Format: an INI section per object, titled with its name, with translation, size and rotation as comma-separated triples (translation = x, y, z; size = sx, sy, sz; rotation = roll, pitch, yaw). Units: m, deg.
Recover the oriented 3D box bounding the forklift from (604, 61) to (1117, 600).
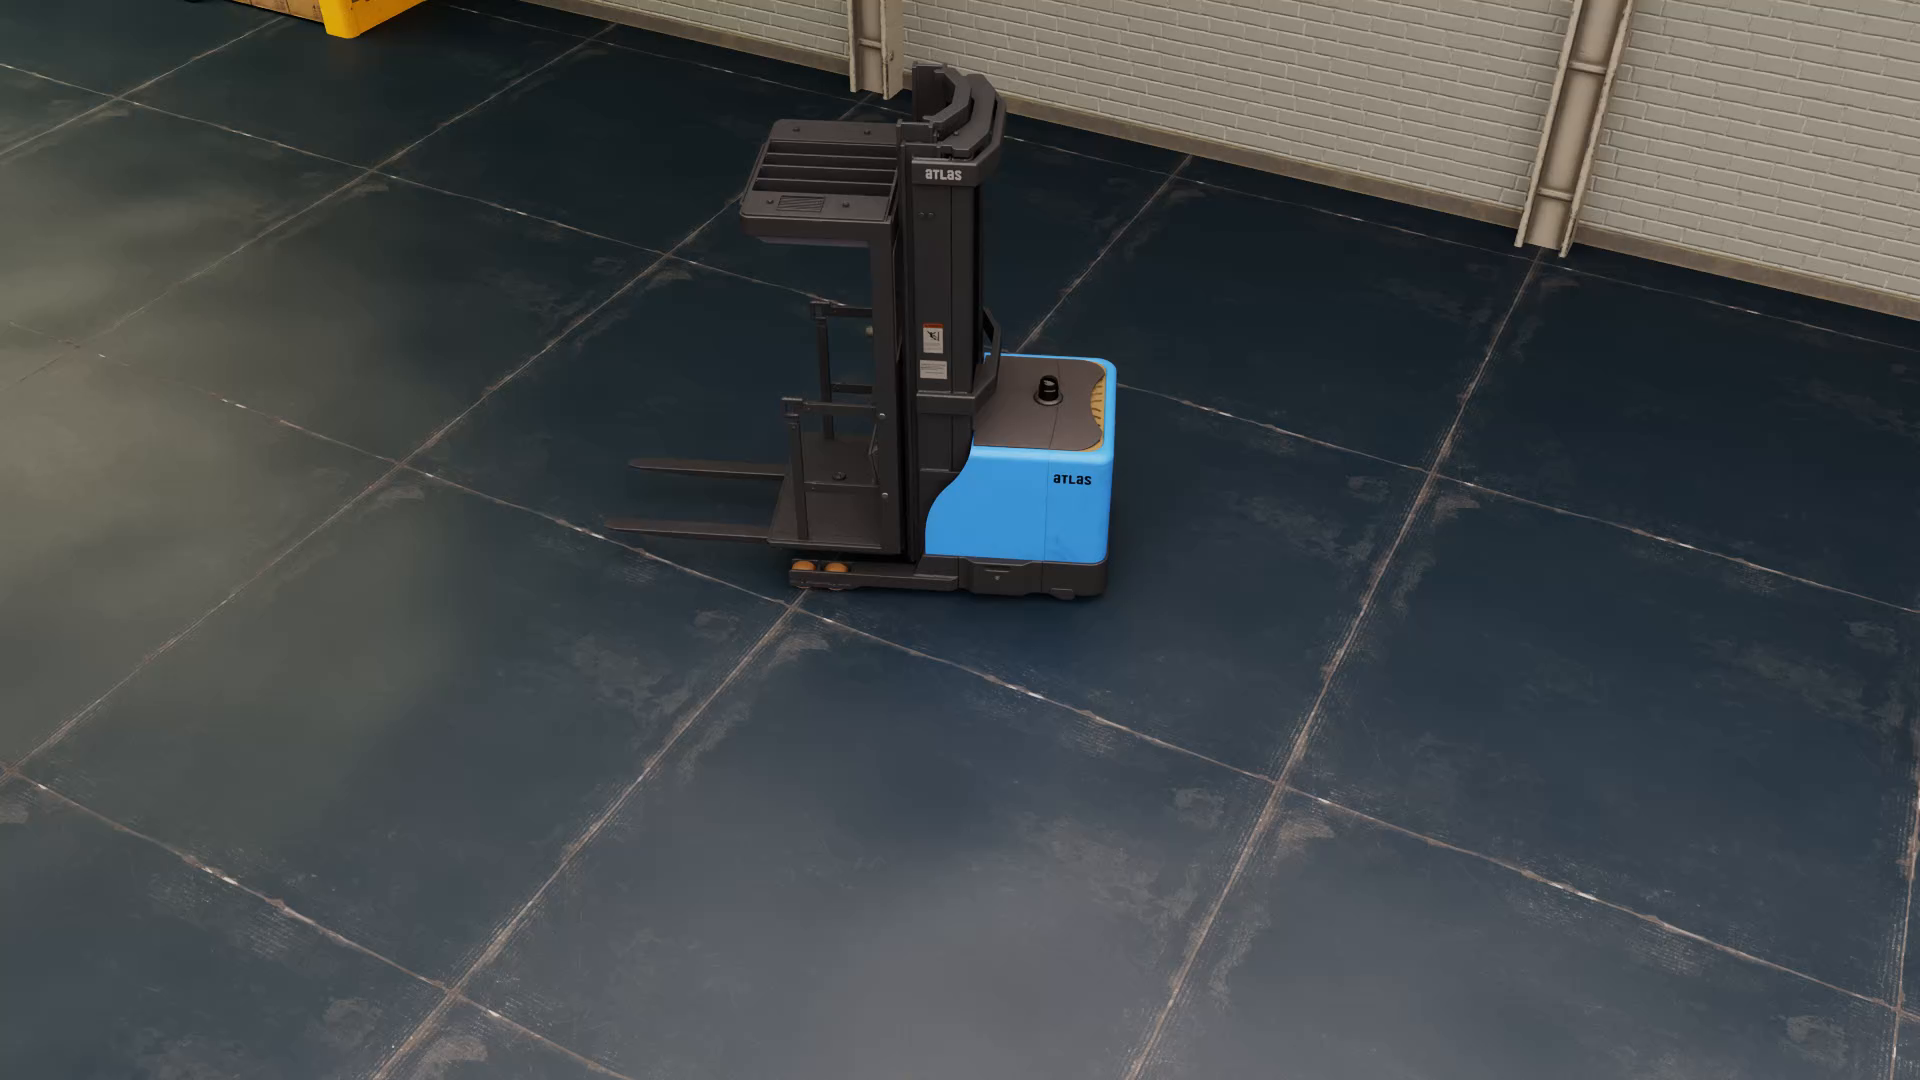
[forklift]
translation = -0.606, -1.157, 9.360
size = 3.031, 2.935, 1.130
rotation = 3, 40, 4
